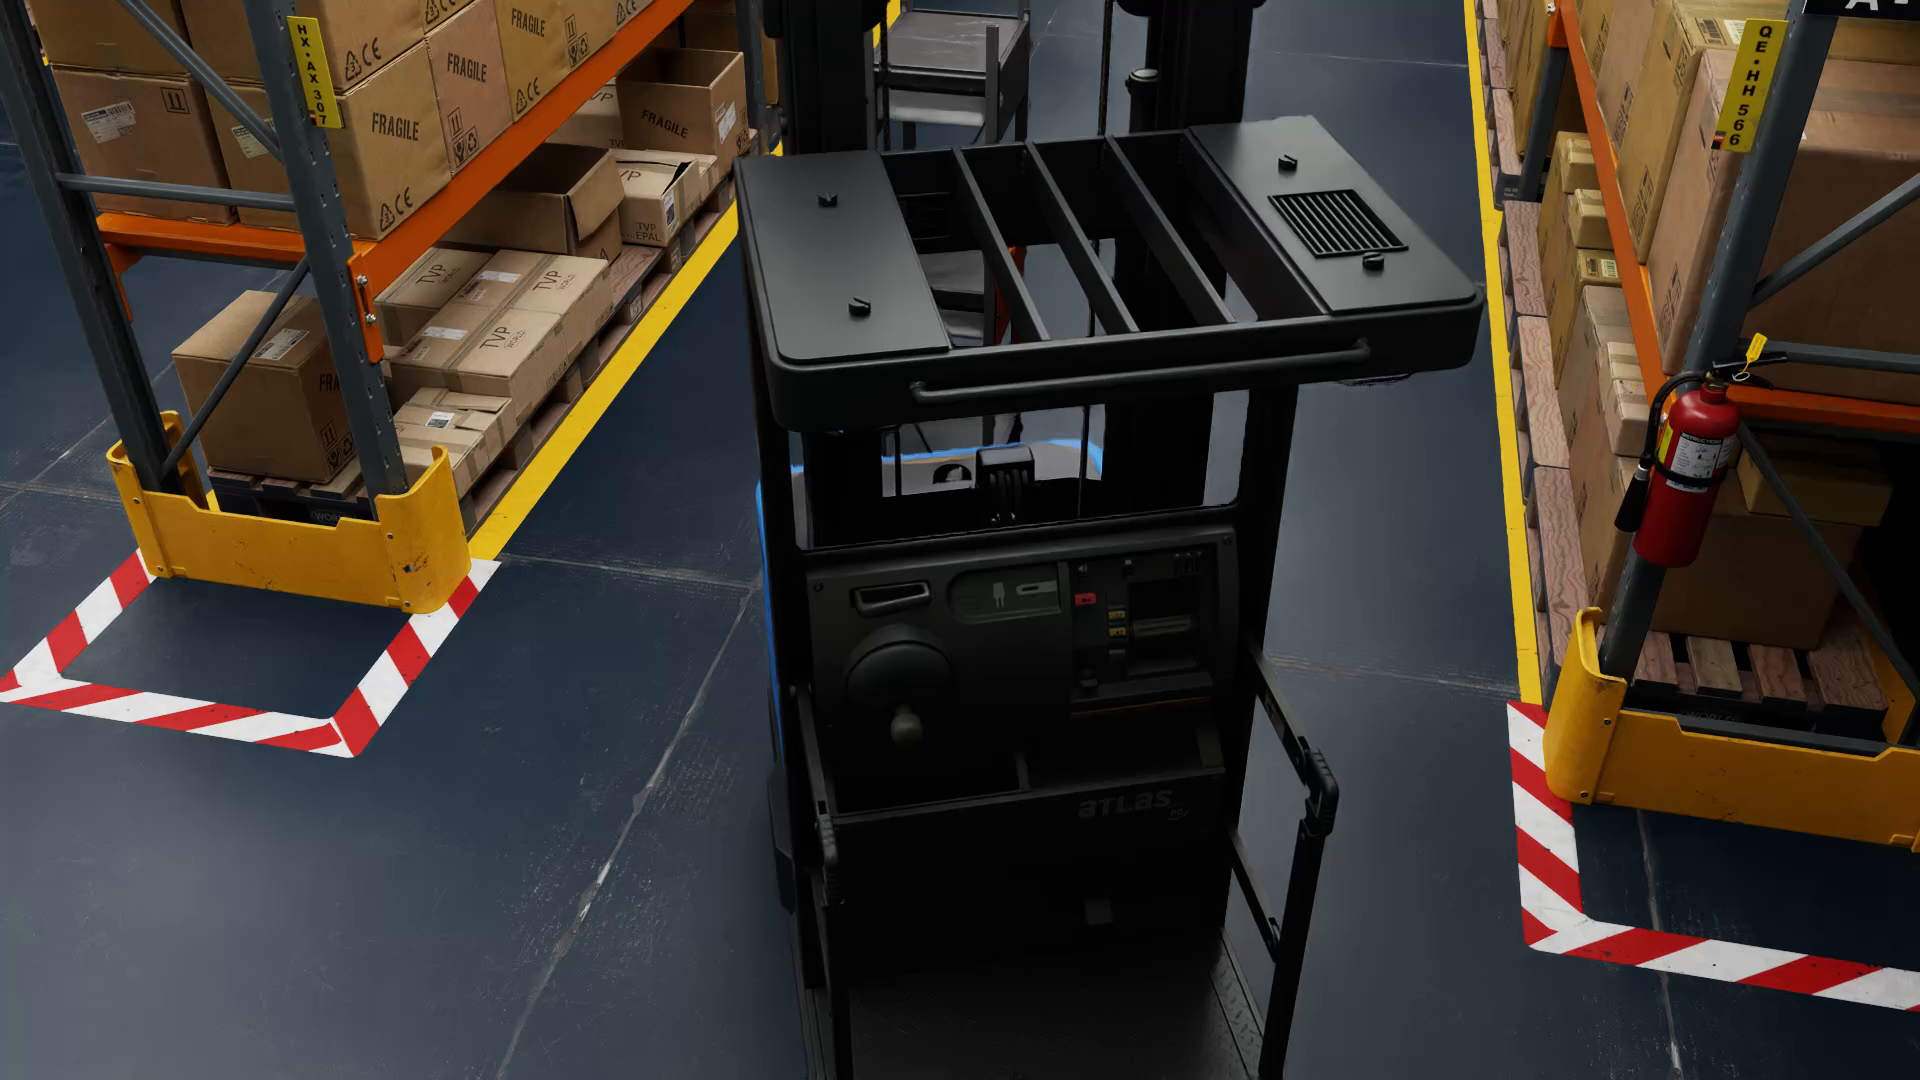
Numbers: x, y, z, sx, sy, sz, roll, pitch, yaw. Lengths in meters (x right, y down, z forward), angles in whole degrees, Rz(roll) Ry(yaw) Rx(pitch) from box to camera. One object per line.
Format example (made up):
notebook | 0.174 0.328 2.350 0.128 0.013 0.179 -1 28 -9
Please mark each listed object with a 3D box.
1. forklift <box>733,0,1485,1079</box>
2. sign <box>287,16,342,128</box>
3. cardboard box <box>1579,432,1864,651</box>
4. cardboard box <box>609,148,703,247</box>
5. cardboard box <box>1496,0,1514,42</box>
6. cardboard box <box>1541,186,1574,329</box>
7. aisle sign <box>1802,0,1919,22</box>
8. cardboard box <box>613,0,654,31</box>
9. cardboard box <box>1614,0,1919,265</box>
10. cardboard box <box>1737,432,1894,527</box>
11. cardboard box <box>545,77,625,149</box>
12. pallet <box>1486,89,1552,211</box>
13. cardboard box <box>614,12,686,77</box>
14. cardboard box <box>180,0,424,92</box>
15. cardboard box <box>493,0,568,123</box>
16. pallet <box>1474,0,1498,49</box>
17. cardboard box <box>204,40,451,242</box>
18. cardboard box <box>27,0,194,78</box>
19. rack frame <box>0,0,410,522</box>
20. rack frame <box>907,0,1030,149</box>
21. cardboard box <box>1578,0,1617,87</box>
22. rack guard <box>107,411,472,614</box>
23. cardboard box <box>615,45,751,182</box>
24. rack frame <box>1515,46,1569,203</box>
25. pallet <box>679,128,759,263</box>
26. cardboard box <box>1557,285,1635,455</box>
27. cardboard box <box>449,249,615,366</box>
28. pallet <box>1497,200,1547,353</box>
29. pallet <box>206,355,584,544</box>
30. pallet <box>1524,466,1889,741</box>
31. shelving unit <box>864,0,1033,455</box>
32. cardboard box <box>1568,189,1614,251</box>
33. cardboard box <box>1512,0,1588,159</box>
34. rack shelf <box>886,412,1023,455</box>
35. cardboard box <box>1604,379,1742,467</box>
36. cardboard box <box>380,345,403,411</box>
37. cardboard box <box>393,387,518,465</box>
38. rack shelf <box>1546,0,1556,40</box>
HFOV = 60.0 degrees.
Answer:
forklift | 0.186 0.271 3.379 1.130 2.935 3.031 -6 36 -9
sign | -1.876 -1.354 4.825 0.100 0.325 0.005 7 37 10
cardboard box | 2.486 -0.025 5.500 0.700 0.500 0.500 7 37 10
cardboard box | -1.556 -1.662 7.904 0.500 0.311 0.500 7 37 10
cardboard box | 3.664 -3.433 9.904 0.750 0.750 0.750 7 37 10
cardboard box | 2.918 -1.201 7.123 0.700 0.500 0.500 7 37 9
aisle sign | 2.126 -1.502 3.551 0.394 0.787 0.004 7 37 10
cardboard box | -1.624 -2.496 7.053 0.500 0.500 0.500 8 37 11
cardboard box | 2.678 -1.287 5.214 0.980 0.700 0.700 7 37 10
cardboard box | 2.655 -0.191 5.177 0.380 0.149 0.250 8 37 10
cardboard box | -1.853 -2.241 8.702 0.500 0.311 0.500 7 37 10
pallet | 3.380 -2.069 8.925 1.003 0.211 1.213 7 37 10
cardboard box | -1.726 -2.850 9.381 0.500 0.500 0.500 7 37 10
cardboard box | -2.054 -1.739 5.155 0.500 0.500 0.500 8 37 11
cardboard box | -1.839 -1.918 6.254 0.500 0.500 0.500 7 37 10
pallet | 3.901 -3.468 10.855 1.003 0.211 1.213 7 37 10
cardboard box | -2.054 -1.334 5.449 0.500 0.500 0.500 8 37 11
cardboard box | -2.580 -1.807 5.250 0.500 0.500 0.500 7 37 10
rack frame | -2.406 -1.072 5.173 1.000 3.000 0.127 7 37 10
rack frame | 0.017 -0.895 5.696 0.400 2.100 0.015 7 37 10
cardboard box | 2.996 -2.141 6.392 0.980 0.700 0.700 6 36 9
rack guard | -2.390 -0.103 5.966 1.175 0.500 0.348 7 37 10
cardboard box | -1.396 -2.169 8.442 0.500 0.500 0.500 7 37 10
rack frame | 3.289 -2.746 7.483 1.000 3.000 0.127 7 37 10
pallet | -1.699 -1.842 8.612 1.003 0.211 1.213 7 37 10
cardboard box | 2.700 -0.600 6.294 0.700 0.500 0.500 6 36 8
cardboard box | -1.799 -0.986 7.023 0.500 0.250 0.500 7 37 10
pallet | 3.050 -1.191 7.713 1.003 0.211 1.213 7 37 10
pallet | -2.220 -0.443 6.682 1.003 0.211 1.213 7 37 10
pallet | 2.529 0.208 5.783 1.003 0.211 1.213 7 37 10
shelving unit | -0.035 -0.755 5.503 0.431 2.100 0.503 7 37 10
cardboard box | 2.666 -1.278 6.677 0.380 0.149 0.250 6 36 9
cardboard box | 3.300 -2.435 8.527 0.750 0.750 0.750 8 37 11
rack shelf | -0.035 -0.177 5.922 0.431 0.518 0.480 7 37 10
cardboard box | 2.335 -0.384 5.443 0.380 0.149 0.250 7 37 9
cardboard box | -2.356 -0.666 6.653 0.380 0.166 0.250 7 37 10
cardboard box | -1.927 -0.443 6.345 0.380 0.166 0.250 7 37 10
rack shelf | 3.716 -3.602 9.276 1.077 0.370 4.000 7 37 10
